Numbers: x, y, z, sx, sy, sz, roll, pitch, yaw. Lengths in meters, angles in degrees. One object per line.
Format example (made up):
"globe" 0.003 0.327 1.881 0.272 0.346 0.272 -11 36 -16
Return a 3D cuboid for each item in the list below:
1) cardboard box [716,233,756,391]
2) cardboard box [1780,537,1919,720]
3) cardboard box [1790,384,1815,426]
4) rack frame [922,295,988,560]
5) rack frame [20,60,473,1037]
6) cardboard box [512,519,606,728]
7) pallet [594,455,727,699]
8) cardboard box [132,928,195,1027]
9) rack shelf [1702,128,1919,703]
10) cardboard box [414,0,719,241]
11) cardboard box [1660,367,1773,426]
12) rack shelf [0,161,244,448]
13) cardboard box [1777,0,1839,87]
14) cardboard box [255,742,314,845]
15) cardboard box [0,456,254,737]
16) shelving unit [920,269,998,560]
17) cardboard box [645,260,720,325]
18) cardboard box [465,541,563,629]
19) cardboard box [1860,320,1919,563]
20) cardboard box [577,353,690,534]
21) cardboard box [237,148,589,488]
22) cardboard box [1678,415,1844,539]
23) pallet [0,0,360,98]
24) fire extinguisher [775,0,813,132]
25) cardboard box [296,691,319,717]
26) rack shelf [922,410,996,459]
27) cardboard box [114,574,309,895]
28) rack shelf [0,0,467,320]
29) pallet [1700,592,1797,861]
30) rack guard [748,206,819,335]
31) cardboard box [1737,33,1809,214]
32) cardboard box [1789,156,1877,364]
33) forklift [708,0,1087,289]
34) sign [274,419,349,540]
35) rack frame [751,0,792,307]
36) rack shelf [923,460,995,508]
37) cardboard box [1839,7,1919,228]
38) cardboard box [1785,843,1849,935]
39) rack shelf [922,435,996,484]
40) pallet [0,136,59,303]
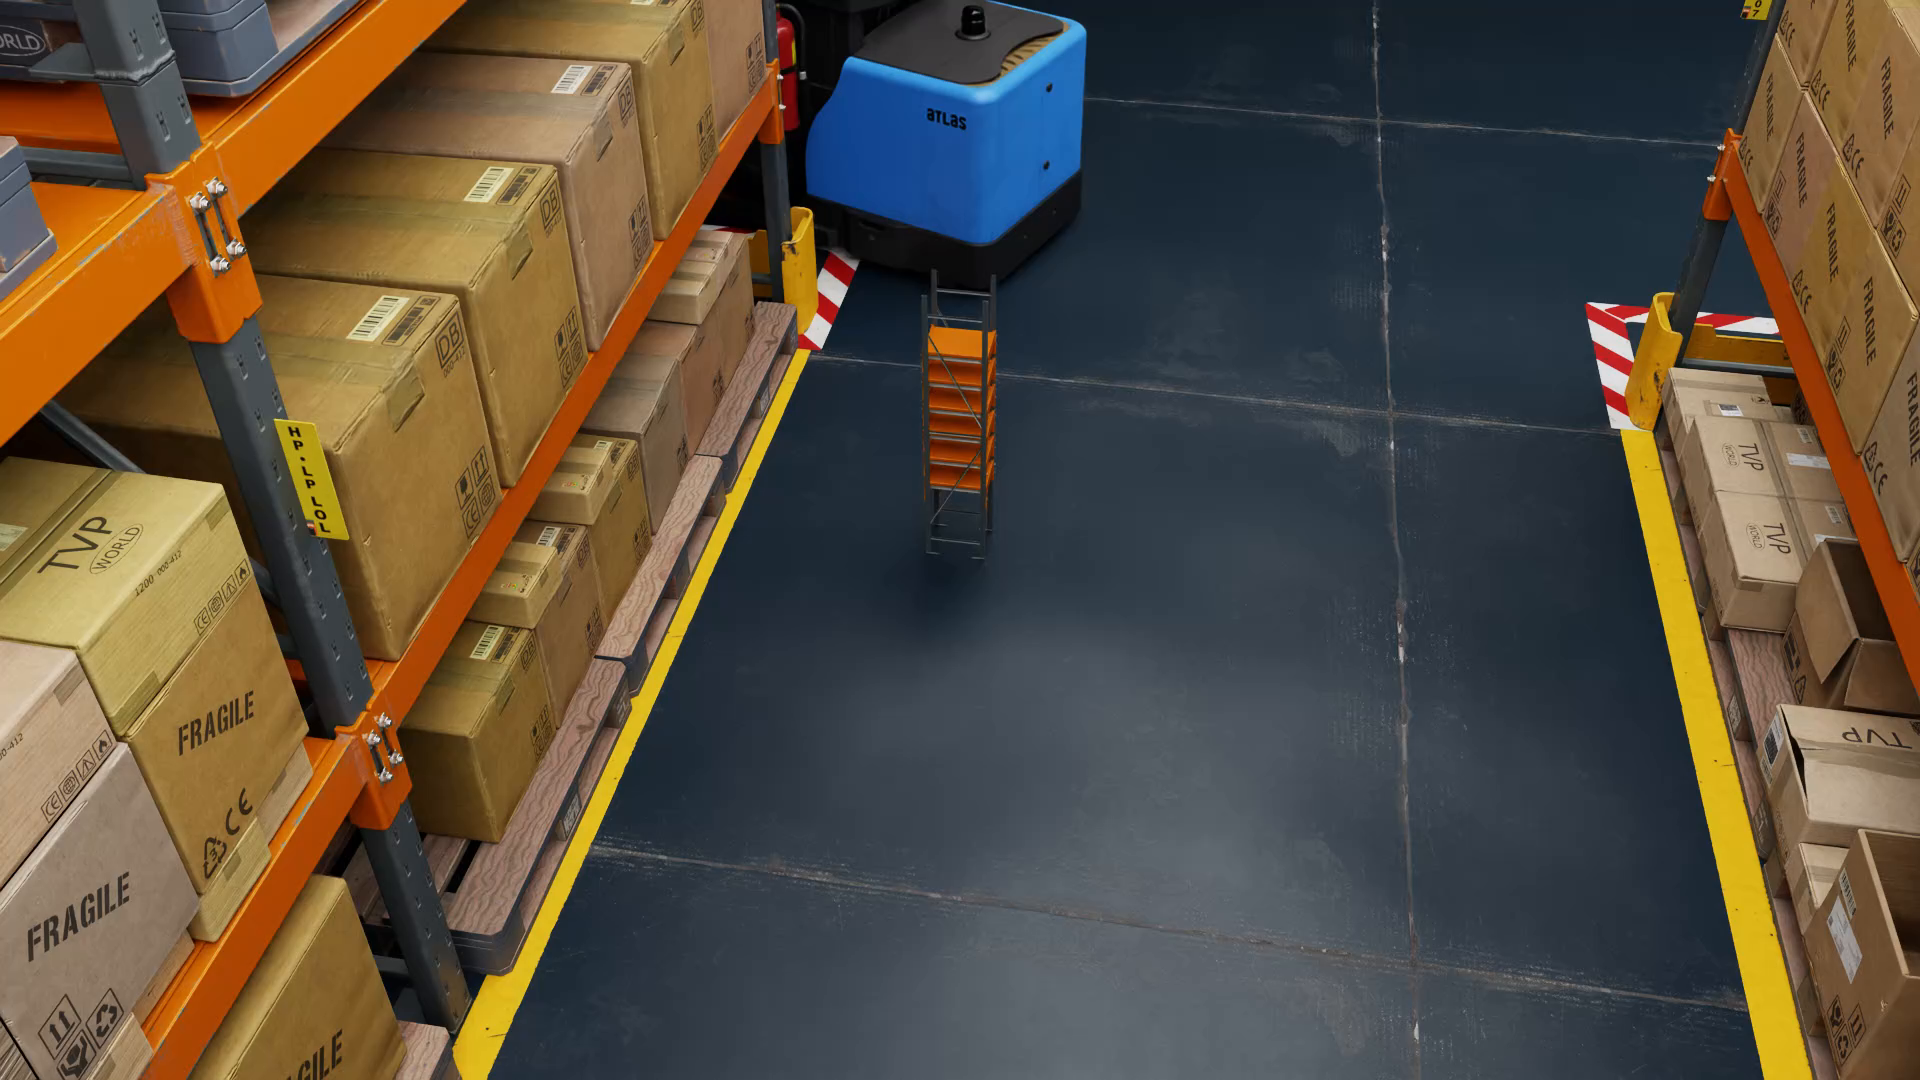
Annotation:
"cardboard box" -1.314 -1.028 7.272 0.700 0.500 0.500 6 40 8
"cardboard box" 3.216 0.387 5.542 0.797 0.503 0.637 6 40 8
"cardboard box" 3.737 -0.574 6.707 0.500 0.500 0.500 6 40 8
"rack frame" -0.018 -0.396 6.287 0.240 1.200 0.006 6 40 8
"rack frame" -1.983 0.230 4.117 1.000 3.000 0.127 6 40 8
"cardboard box" -1.663 0.259 5.715 0.700 0.500 0.500 6 40 7
"pallet" -1.566 0.069 6.501 1.003 0.211 1.213 6 40 8
"cardboard box" -1.873 0.881 3.511 0.380 0.149 0.250 8 40 9
"rack shelf" 3.242 -0.204 5.207 1.077 0.370 4.000 6 40 8
"cardboard box" -1.484 -1.617 6.116 0.980 0.700 0.700 6 40 7
"cardboard box" 3.178 -0.582 6.992 0.380 0.149 0.250 6 40 8
"rack shelf" -2.329 0.607 1.873 1.077 0.370 4.000 6 40 8
"cardboard box" 3.252 -1.911 5.844 0.500 0.500 0.500 8 40 9
"cardboard box" -1.763 0.563 3.897 0.380 0.149 0.250 7 40 8
"cardboard box" -1.812 0.102 3.357 0.500 0.250 0.500 7 40 9
"shelving unit" -0.002 -0.453 6.357 0.258 1.200 0.189 6 40 8
"cardboard box" -1.200 -1.017 6.749 0.380 0.149 0.250 7 40 9
"cardboard box" -1.514 0.129 5.363 0.380 0.149 0.250 8 40 9
"cardboard box" 2.905 -0.253 4.623 0.500 0.500 0.500 7 40 9
"cardboard box" -1.487 -0.398 6.510 0.700 0.500 0.500 5 40 6
"cardboard box" -1.742 -0.681 4.985 0.980 0.700 0.700 5 40 7
"cardboard box" 3.129 -0.222 6.477 0.500 0.250 0.500 6 40 8
"pallet" -1.831 -1.404 3.809 1.003 0.211 1.213 6 40 8
"fire extinguisher" -0.810 -2.150 7.350 0.296 0.674 0.183 6 40 8
"cardboard box" -1.974 0.393 5.044 0.380 0.149 0.250 6 40 7
"rack shelf" -0.002 -0.419 6.385 0.258 0.103 0.180 6 40 8
"cardboard box" -1.815 0.387 3.600 0.500 0.500 0.500 6 40 7
"rack shelf" -1.637 -1.904 4.909 1.077 0.370 4.000 6 40 8
"pallet" 3.225 0.650 5.798 1.003 0.211 1.213 6 40 8
"rack guard" -1.287 -1.332 7.968 1.175 0.500 0.348 6 40 8
"cardboard box" 3.252 -1.525 6.162 0.500 0.500 0.500 7 40 9
"cardboard box" 3.078 -0.886 5.389 0.500 0.500 0.500 6 40 8
"forklift" -0.891 -3.062 8.154 3.031 2.935 1.130 21 44 24
"sign" -1.447 -0.132 3.709 0.100 0.325 0.005 6 40 8
"rack frame" -1.291 -2.280 7.154 1.000 3.000 0.127 6 40 8
"rack shelf" -0.002 -0.234 6.538 0.258 0.103 0.180 6 40 8
"cardboard box" 3.078 -1.268 5.067 0.500 0.500 0.500 7 40 8
"cardboard box" 2.721 1.073 4.991 0.380 0.149 0.250 6 40 8
"rack shelf" -0.002 -0.327 6.461 0.258 0.103 0.180 6 40 8
"pallet" -2.093 -0.271 2.520 0.805 0.209 1.217 5 40 6
